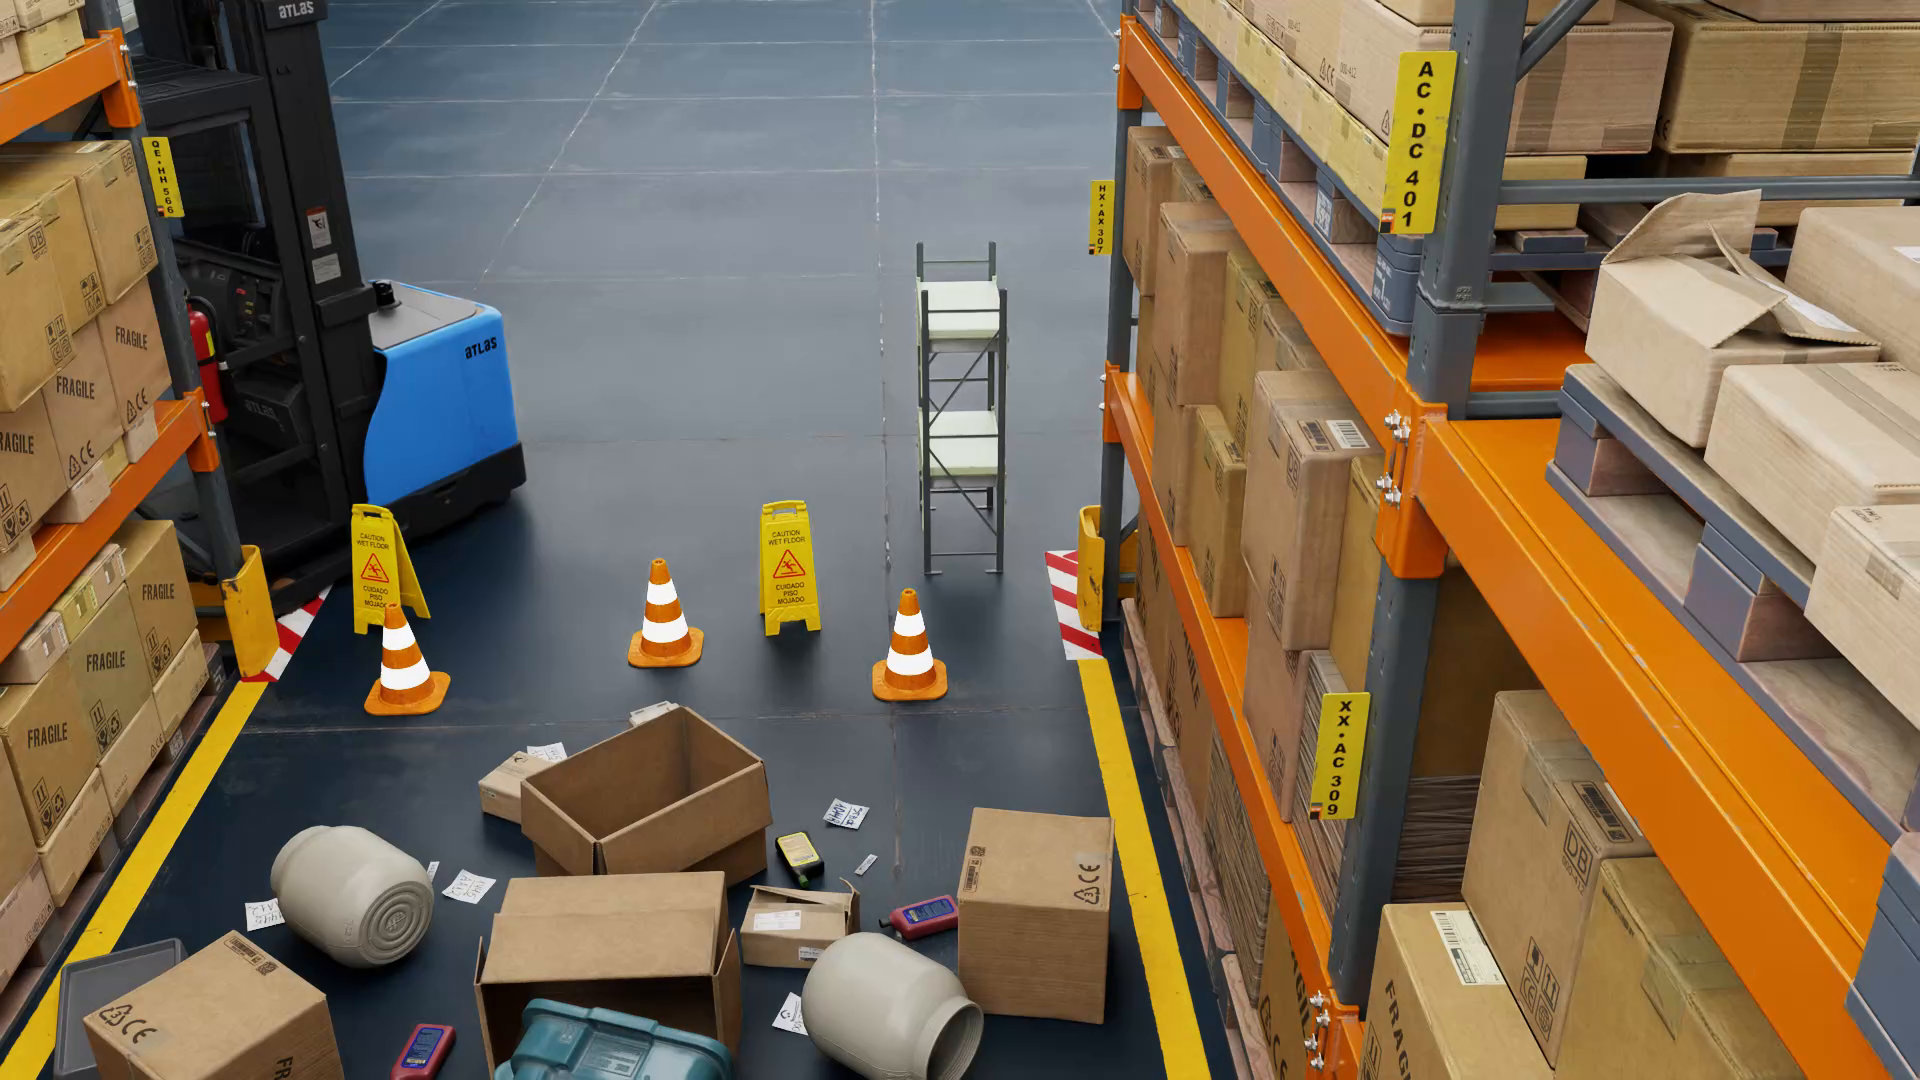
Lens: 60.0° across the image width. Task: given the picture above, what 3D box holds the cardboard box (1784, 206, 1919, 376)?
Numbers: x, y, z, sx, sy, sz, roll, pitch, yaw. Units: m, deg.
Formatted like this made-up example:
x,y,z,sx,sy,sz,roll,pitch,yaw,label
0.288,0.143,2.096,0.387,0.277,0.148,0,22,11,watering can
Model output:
x,y,z,sx,sy,sz,roll,pitch,yaw,label
1.568,-0.298,2.434,0.500,0.250,0.500,-1,28,-2,cardboard box

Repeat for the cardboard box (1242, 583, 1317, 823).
x,y,z,sx,sy,sz,roll,pitch,yaw,label
1.289,0.384,4.609,0.875,0.550,0.550,-1,28,-3,cardboard box

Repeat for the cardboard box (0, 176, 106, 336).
x,y,z,sx,sy,sz,roll,pitch,yaw,label
-3.512,-0.962,5.841,0.700,0.500,0.500,-1,28,-2,cardboard box

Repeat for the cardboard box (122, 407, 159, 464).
x,y,z,sx,sy,sz,roll,pitch,yaw,label
-3.418,-0.414,6.572,0.380,0.149,0.250,-2,28,-3,cardboard box

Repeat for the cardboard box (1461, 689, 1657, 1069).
x,y,z,sx,sy,sz,roll,pitch,yaw,label
1.403,0.615,3.138,0.700,0.500,0.500,-2,28,-4,cardboard box

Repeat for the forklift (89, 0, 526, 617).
x,y,z,sx,sy,sz,roll,pitch,yaw,label
-3.630,-1.121,7.729,1.130,2.935,3.031,17,32,29,forklift

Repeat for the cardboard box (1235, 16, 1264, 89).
x,y,z,sx,sy,sz,roll,pitch,yaw,label
0.965,-1.324,4.511,0.380,0.149,0.250,-2,28,-3,cardboard box

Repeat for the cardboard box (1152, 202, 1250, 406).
x,y,z,sx,sy,sz,roll,pitch,yaw,label
1.158,-0.833,5.774,0.875,0.550,0.550,-1,28,-3,cardboard box

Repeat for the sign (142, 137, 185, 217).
x,y,z,sx,sy,sz,roll,pitch,yaw,label
-3.220,-1.465,6.722,0.100,0.325,0.005,-1,28,-3,sign

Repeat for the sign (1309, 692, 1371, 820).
x,y,z,sx,sy,sz,roll,pitch,yaw,label
0.817,0.469,3.586,0.100,0.325,0.005,-1,28,-3,sign

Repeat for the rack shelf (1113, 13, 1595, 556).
x,y,z,sx,sy,sz,roll,pitch,yaw,label
1.267,-1.061,5.075,1.077,0.370,4.000,-1,28,-3,rack shelf

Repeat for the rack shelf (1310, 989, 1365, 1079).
x,y,z,sx,sy,sz,roll,pitch,yaw,label
1.476,2.116,2.227,1.077,0.370,4.000,-1,28,-3,rack shelf

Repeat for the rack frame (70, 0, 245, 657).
x,y,z,sx,sy,sz,roll,pitch,yaw,label
-3.775,-0.807,7.054,1.000,3.000,0.127,-1,28,-3,rack frame

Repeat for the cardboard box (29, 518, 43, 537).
x,y,z,sx,sy,sz,roll,pitch,yaw,label
-3.510,-0.055,5.884,0.380,0.149,0.250,-1,28,-2,cardboard box

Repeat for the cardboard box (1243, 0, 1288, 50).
x,y,z,sx,sy,sz,roll,pitch,yaw,label
1.039,-1.438,4.298,0.500,0.250,0.500,-2,28,-3,cardboard box

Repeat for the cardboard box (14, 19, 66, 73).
x,y,z,sx,sy,sz,roll,pitch,yaw,label
-3.432,-1.754,5.897,0.380,0.149,0.250,-1,28,-2,cardboard box

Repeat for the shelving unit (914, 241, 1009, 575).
x,y,z,sx,sy,sz,roll,pitch,yaw,label
0.000,-0.668,8.409,0.431,1.500,0.755,-1,28,-3,shelving unit

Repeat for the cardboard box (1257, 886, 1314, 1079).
x,y,z,sx,sy,sz,roll,pitch,yaw,label
1.408,1.337,4.786,0.875,0.875,0.875,-1,28,-2,cardboard box

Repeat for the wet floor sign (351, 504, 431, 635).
x,y,z,sx,sy,sz,roll,pitch,yaw,label
-2.717,0.123,7.817,0.267,0.644,0.232,8,29,15,wet floor sign

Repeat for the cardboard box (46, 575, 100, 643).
x,y,z,sx,sy,sz,roll,pitch,yaw,label
-3.377,0.253,6.028,0.380,0.149,0.250,-1,28,-2,cardboard box

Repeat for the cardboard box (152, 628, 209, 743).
x,y,z,sx,sy,sz,roll,pitch,yaw,label
-3.463,0.603,6.869,0.500,0.250,0.500,-2,28,-3,cardboard box

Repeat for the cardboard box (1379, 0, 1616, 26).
x,y,z,sx,sy,sz,roll,pitch,yaw,label
1.034,-1.090,3.200,0.380,0.149,0.250,-2,28,-3,cardboard box

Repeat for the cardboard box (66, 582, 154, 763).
x,y,z,sx,sy,sz,roll,pitch,yaw,label
-3.443,0.498,6.261,0.500,0.500,0.500,0,28,-1,cardboard box

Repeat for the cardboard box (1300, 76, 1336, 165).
x,y,z,sx,sy,sz,roll,pitch,yaw,label
1.005,-0.972,3.835,0.380,0.149,0.250,-1,28,-2,cardboard box

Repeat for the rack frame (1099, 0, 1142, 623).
x,y,z,sx,sy,sz,roll,pitch,yaw,label
1.163,-0.974,7.373,1.000,3.000,0.127,-1,28,-3,rack frame

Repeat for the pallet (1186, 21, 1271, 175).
x,y,z,sx,sy,sz,roll,pitch,yaw,label
1.278,-1.357,4.961,1.003,0.211,1.213,-1,28,-3,pallet

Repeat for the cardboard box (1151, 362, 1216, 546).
x,y,z,sx,sy,sz,roll,pitch,yaw,label
1.181,-0.355,6.024,0.875,0.550,0.550,-1,28,-3,cardboard box

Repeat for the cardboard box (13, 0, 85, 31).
x,y,z,sx,sy,sz,roll,pitch,yaw,label
-3.480,-1.973,5.886,0.500,0.250,0.500,-2,28,-3,cardboard box

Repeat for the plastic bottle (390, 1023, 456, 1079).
x,y,z,sx,sy,sz,roll,pitch,yaw,label
-1.761,1.701,5.422,0.133,0.061,0.283,3,28,6,plastic bottle

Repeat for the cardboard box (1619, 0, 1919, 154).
x,y,z,sx,sy,sz,roll,pitch,yaw,label
1.625,-0.985,3.429,0.500,0.250,0.500,-1,28,-2,cardboard box

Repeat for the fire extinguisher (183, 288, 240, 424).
x,y,z,sx,sy,sz,roll,pitch,yaw,label
-3.321,-0.837,7.195,0.296,0.674,0.183,-1,28,-3,fire extinguisher

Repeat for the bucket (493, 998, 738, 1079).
x,y,z,sx,sy,sz,roll,pitch,yaw,label
-0.938,1.644,4.251,0.726,0.611,0.620,8,39,15,bucket

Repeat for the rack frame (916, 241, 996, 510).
x,y,z,sx,sy,sz,roll,pitch,yaw,label
-0.019,-0.837,8.733,0.400,1.500,0.023,-1,28,-3,rack frame

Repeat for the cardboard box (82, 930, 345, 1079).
x,y,z,sx,sy,sz,roll,pitch,yaw,label
-2.264,1.619,5.102,0.500,0.500,0.500,19,33,32,cardboard box

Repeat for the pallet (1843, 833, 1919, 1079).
x,y,z,sx,sy,sz,roll,pitch,yaw,label
1.432,0.662,1.197,1.003,0.211,1.213,0,28,0,pallet

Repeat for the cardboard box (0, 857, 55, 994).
x,y,z,sx,sy,sz,roll,pitch,yaw,label
-3.397,1.303,5.528,0.500,0.250,0.500,-2,28,-3,cardboard box

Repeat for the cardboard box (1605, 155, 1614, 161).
x,y,z,sx,sy,sz,roll,pitch,yaw,label
1.665,-0.987,3.864,0.380,0.149,0.250,-1,28,-3,cardboard box

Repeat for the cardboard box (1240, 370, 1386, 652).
x,y,z,sx,sy,sz,roll,pitch,yaw,label
1.242,-0.094,4.357,0.875,0.550,0.550,-1,28,-3,cardboard box

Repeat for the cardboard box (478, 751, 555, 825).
x,y,z,sx,sy,sz,roll,pitch,yaw,label
-1.690,1.013,6.647,0.380,0.149,0.250,13,30,24,cardboard box

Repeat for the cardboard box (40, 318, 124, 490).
x,y,z,sx,sy,sz,roll,pitch,yaw,label
-3.450,-0.508,6.051,0.500,0.500,0.500,-1,28,-3,cardboard box

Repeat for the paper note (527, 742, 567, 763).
x,y,z,sx,sy,sz,roll,pitch,yaw,label
-1.738,0.897,6.996,0.148,0.019,0.142,-11,30,-20,paper note

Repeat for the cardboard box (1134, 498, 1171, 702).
x,y,z,sx,sy,sz,roll,pitch,yaw,label
1.264,0.094,7.170,0.875,0.875,0.875,-1,28,-2,cardboard box

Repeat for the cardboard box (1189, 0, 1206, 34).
x,y,z,sx,sy,sz,roll,pitch,yaw,label
0.926,-1.674,5.182,0.380,0.149,0.250,-2,28,-3,cardboard box

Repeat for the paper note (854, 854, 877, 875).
x,y,z,sx,sy,sz,roll,pitch,yaw,label
-0.359,1.241,6.359,0.032,0.001,0.123,13,30,24,paper note

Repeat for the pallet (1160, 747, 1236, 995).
x,y,z,sx,sy,sz,roll,pitch,yaw,label
1.343,1.192,6.236,1.003,0.211,1.213,-1,28,-3,pallet

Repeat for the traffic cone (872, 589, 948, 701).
x,y,z,sx,sy,sz,roll,pitch,yaw,label
-0.228,0.431,7.424,0.336,0.463,0.334,-1,28,-3,traffic cone
